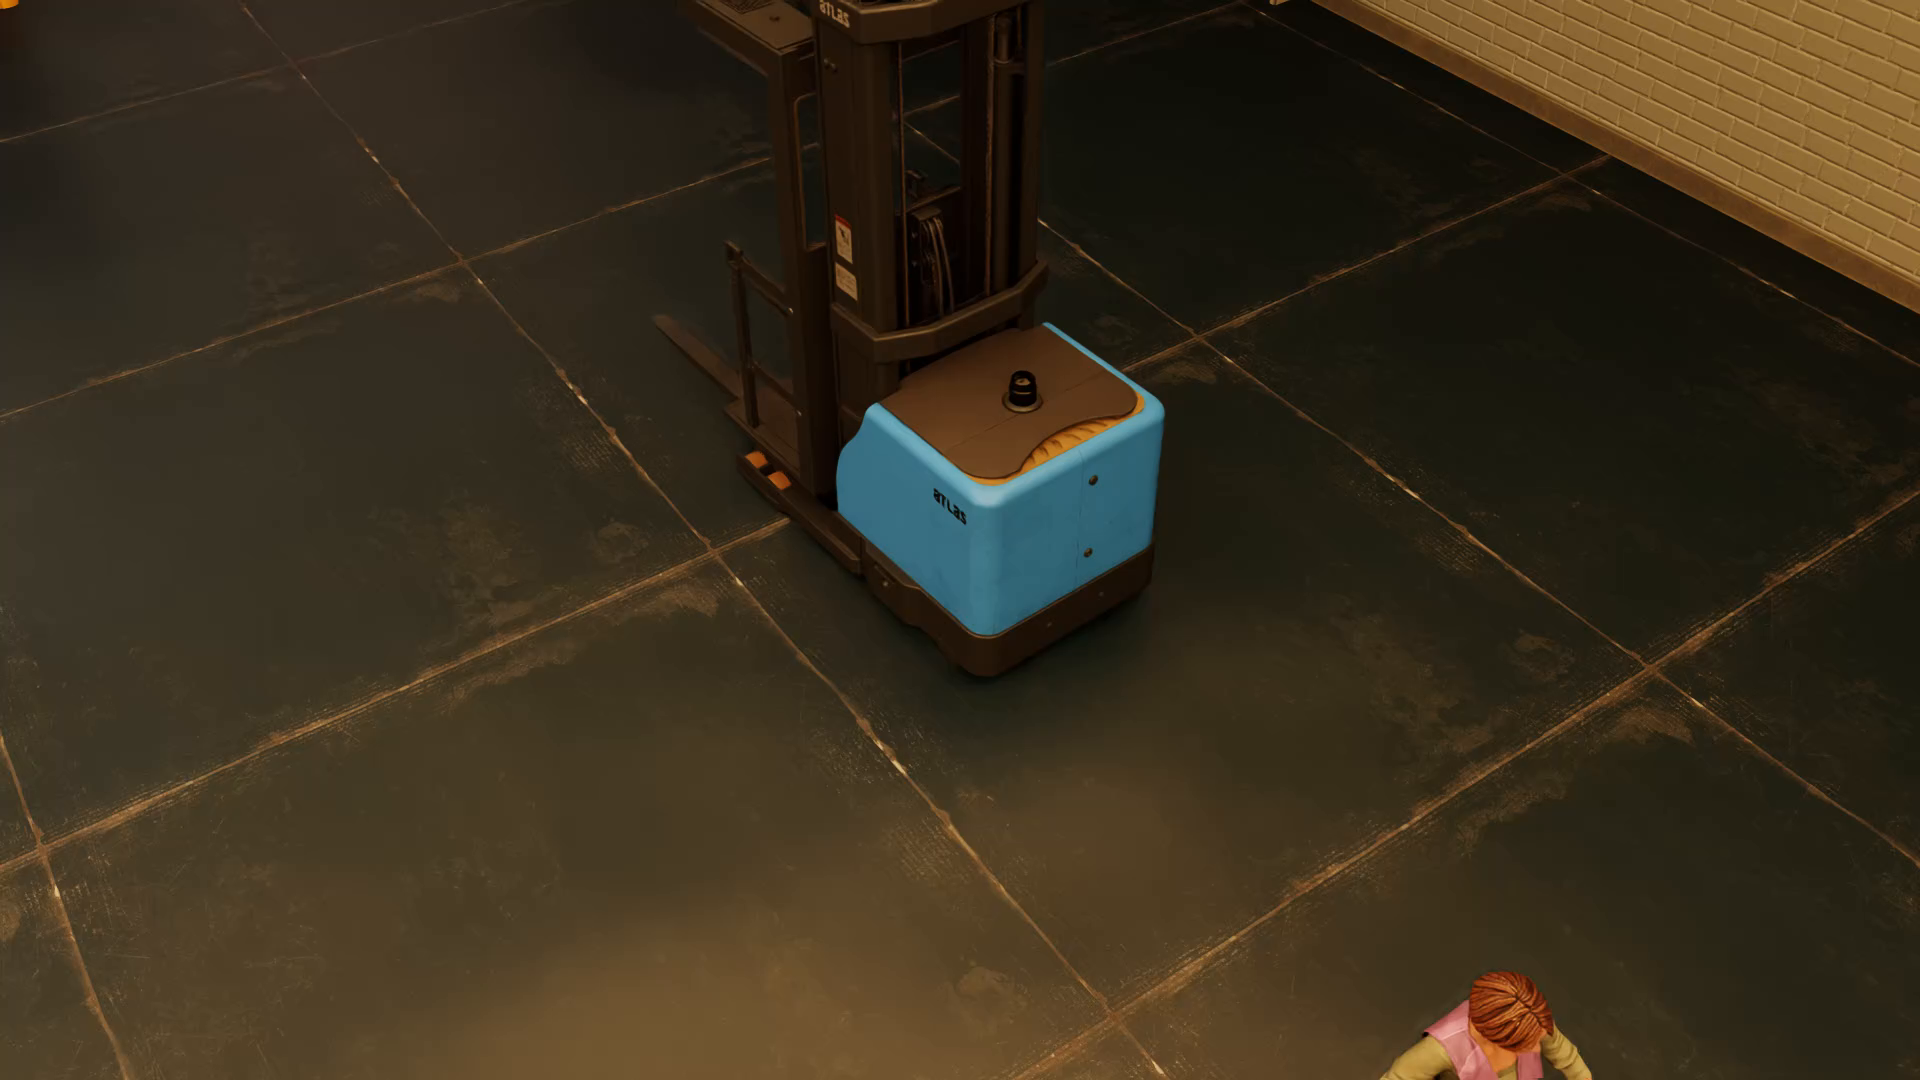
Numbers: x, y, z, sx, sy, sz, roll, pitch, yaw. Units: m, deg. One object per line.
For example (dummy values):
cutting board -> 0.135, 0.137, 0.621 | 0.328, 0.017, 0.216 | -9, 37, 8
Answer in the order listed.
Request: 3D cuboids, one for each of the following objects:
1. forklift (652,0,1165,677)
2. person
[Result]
forklift -> -0.436, -1.432, 7.270 | 1.130, 2.935, 3.031 | -28, 50, -27
person -> 1.436, 1.727, 4.847 | 0.715, 1.576, 0.622 | -24, 48, -23
